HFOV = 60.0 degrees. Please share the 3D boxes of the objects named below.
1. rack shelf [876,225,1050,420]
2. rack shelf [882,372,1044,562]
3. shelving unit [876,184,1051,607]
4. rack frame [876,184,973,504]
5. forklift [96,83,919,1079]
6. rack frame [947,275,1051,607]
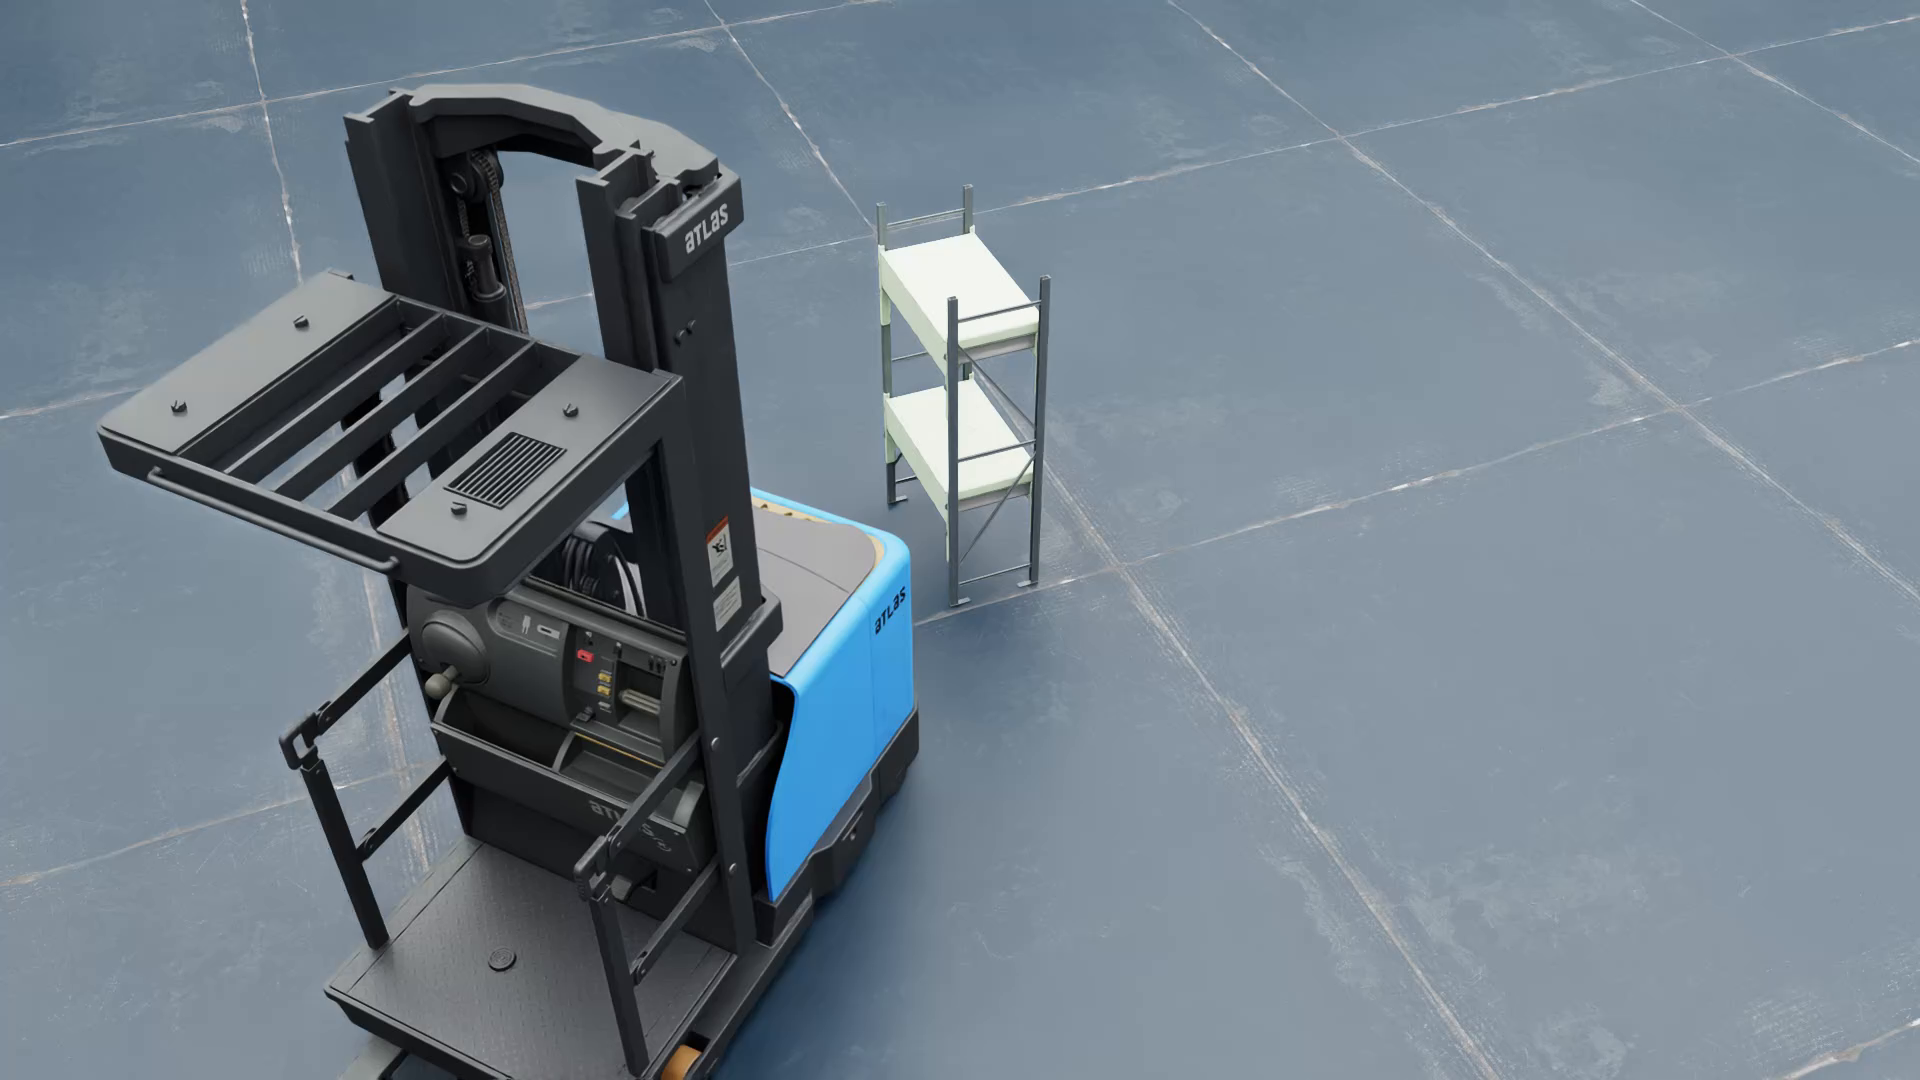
[{"bbox_3d":[0.003,-0.861,6.502,0.431,0.370,0.720,-15,43,-17],"label":"rack shelf"},{"bbox_3d":[0.003,-0.317,6.969,0.431,0.370,0.720,-15,43,-17],"label":"rack shelf"},{"bbox_3d":[0.003,-0.565,6.756,0.431,1.500,0.755,-15,43,-17],"label":"shelving unit"},{"bbox_3d":[-0.137,-0.785,7.013,0.400,1.500,0.023,-15,43,-17],"label":"rack frame"},{"bbox_3d":[-1.266,0.417,4.517,1.130,2.935,3.031,18,44,20],"label":"forklift"},{"bbox_3d":[0.143,-0.344,6.500,0.400,1.500,0.023,-15,43,-17],"label":"rack frame"}]
